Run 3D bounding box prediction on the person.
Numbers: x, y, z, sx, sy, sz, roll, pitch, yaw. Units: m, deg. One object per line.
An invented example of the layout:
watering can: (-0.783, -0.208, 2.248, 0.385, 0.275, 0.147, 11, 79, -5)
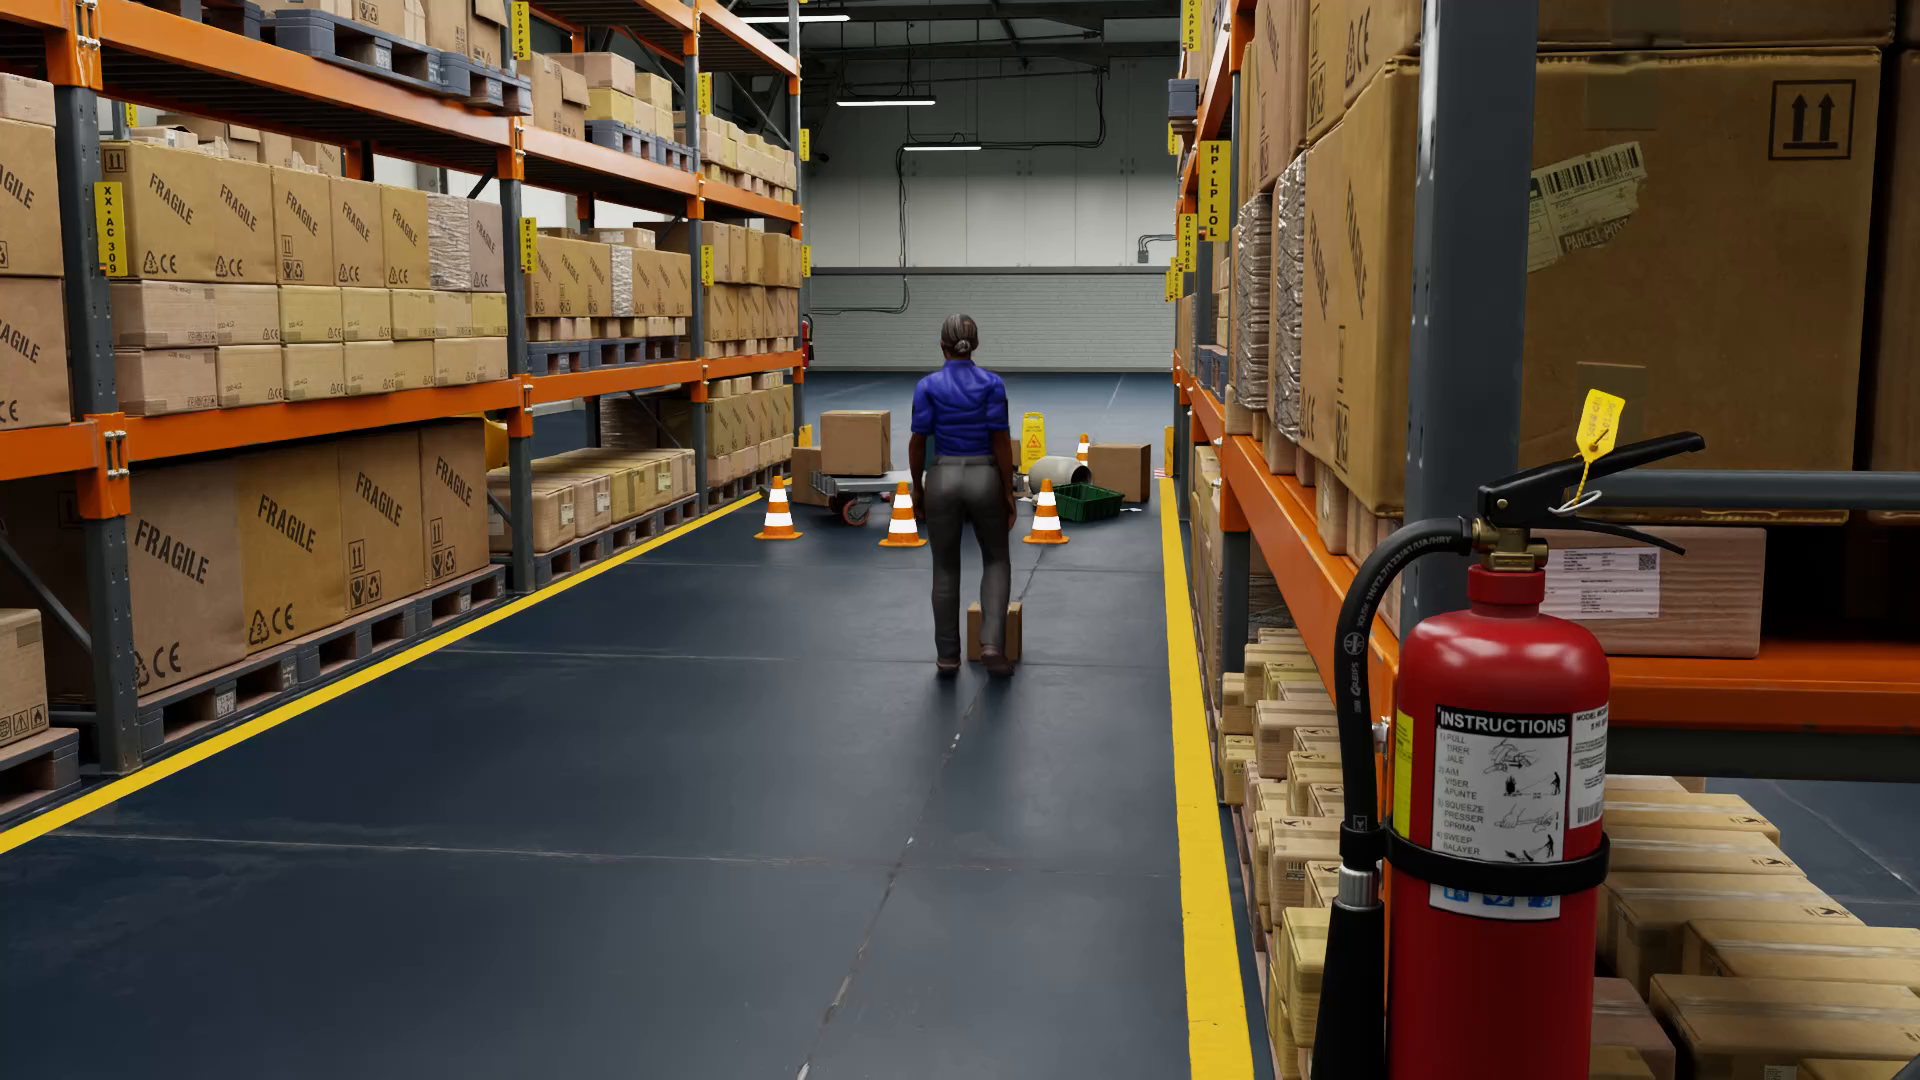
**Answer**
person: (0.014, -0.187, 7.685, 0.496, 1.708, 0.437, 0, 8, 2)
